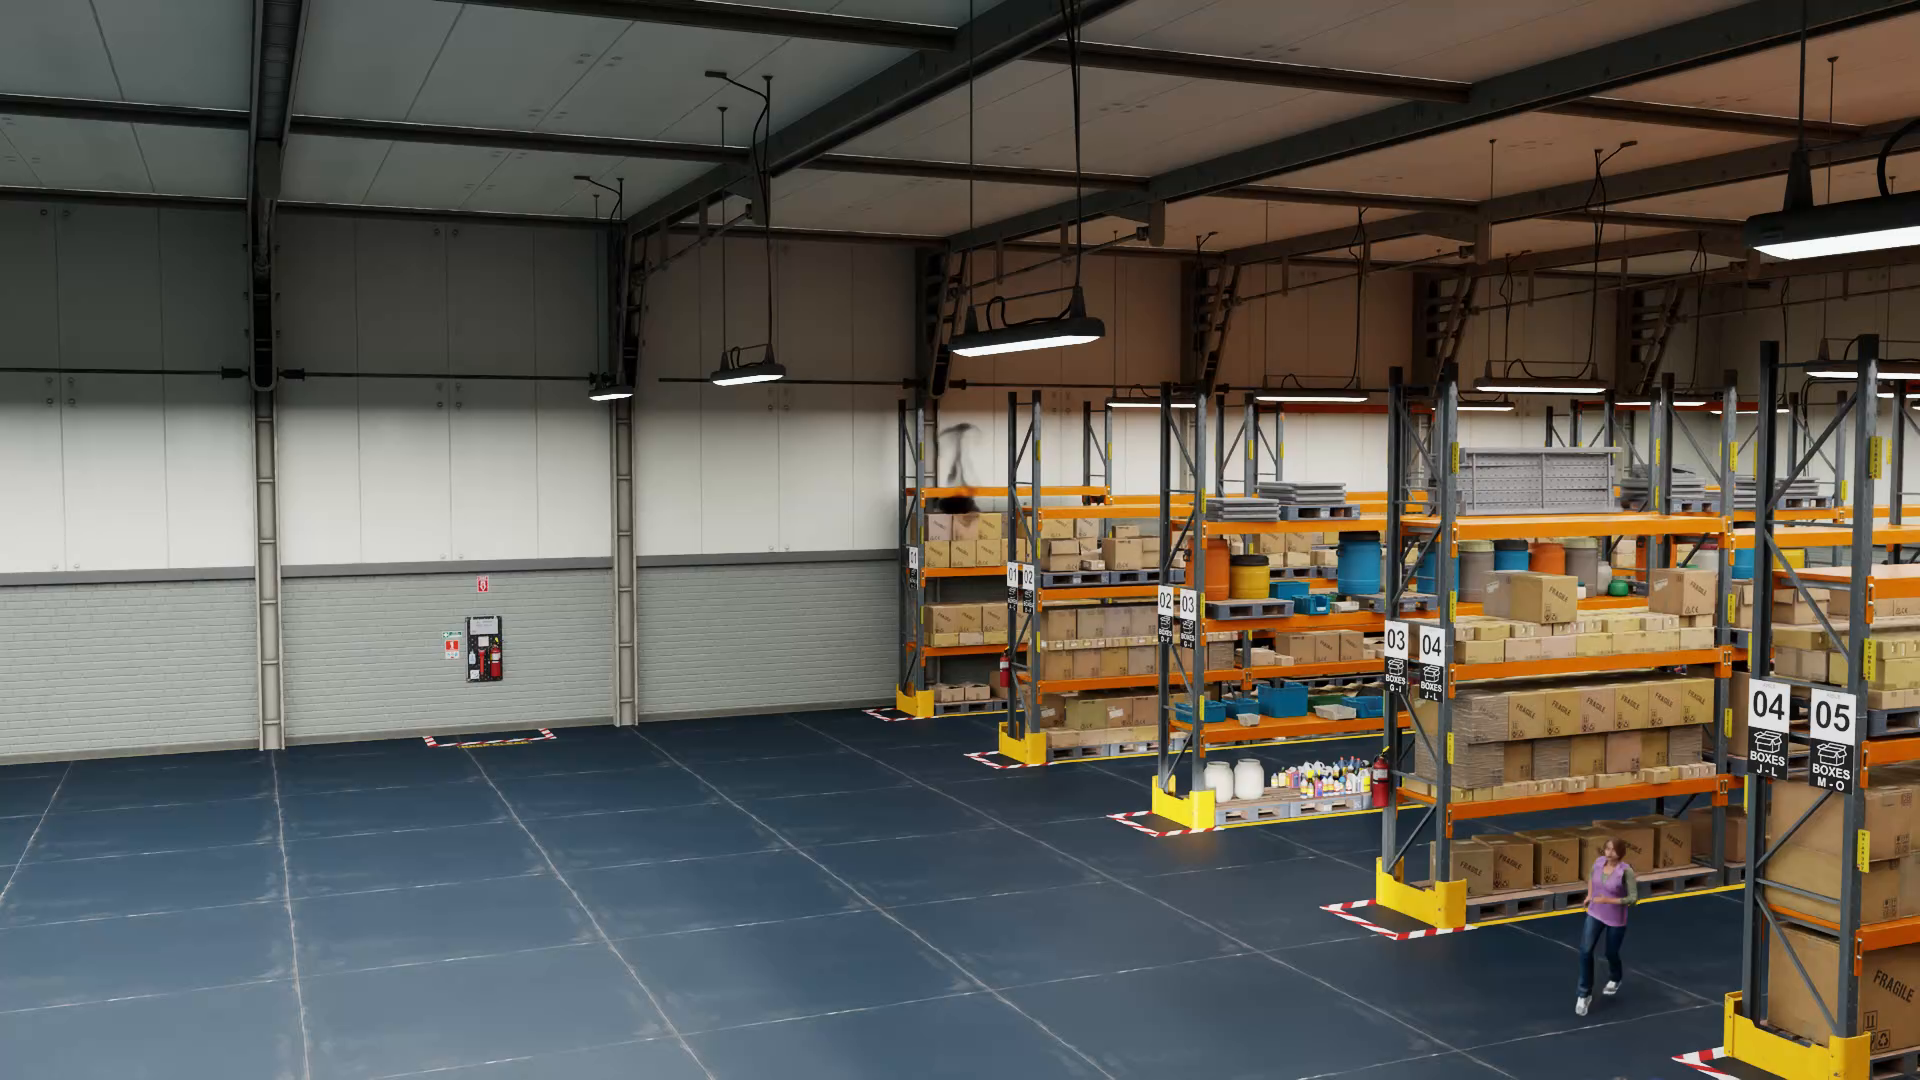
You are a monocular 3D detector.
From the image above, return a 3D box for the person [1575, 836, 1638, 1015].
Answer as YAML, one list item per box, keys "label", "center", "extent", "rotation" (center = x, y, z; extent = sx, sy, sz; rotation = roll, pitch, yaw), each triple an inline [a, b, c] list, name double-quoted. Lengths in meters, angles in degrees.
- label: "person"
  center: [5.938, 3.488, 15.162]
  extent: [0.523, 1.637, 0.748]
  rotation: [3, 4, 41]
